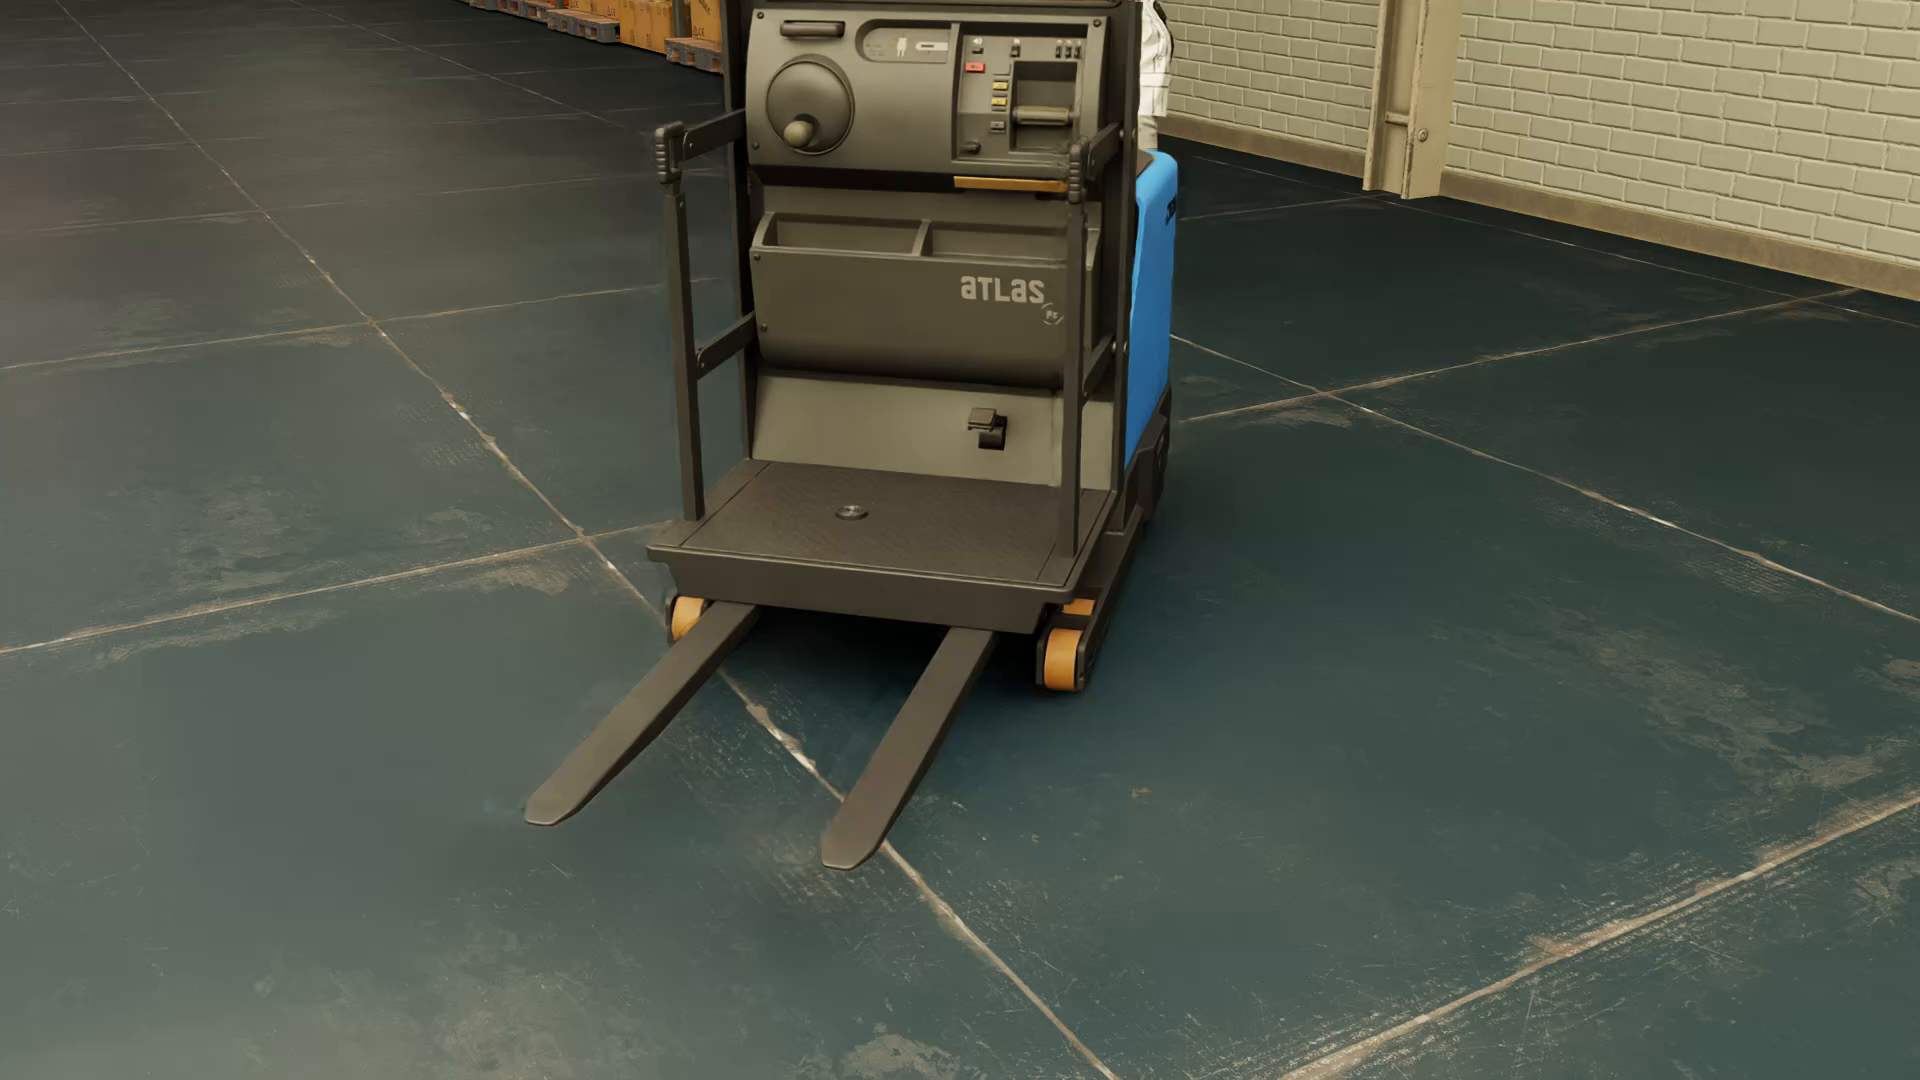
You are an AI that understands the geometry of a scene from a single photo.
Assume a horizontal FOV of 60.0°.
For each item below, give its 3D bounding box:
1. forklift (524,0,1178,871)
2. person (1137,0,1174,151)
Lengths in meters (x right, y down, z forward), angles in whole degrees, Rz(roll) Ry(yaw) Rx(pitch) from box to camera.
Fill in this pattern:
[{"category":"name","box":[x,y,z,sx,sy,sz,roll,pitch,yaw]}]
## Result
[{"category":"forklift","box":[-0.147,-1.131,4.029,1.130,2.935,3.031,6,23,13]},{"category":"person","box":[0.780,-1.906,7.594,0.408,1.666,0.563,2,22,4]}]
